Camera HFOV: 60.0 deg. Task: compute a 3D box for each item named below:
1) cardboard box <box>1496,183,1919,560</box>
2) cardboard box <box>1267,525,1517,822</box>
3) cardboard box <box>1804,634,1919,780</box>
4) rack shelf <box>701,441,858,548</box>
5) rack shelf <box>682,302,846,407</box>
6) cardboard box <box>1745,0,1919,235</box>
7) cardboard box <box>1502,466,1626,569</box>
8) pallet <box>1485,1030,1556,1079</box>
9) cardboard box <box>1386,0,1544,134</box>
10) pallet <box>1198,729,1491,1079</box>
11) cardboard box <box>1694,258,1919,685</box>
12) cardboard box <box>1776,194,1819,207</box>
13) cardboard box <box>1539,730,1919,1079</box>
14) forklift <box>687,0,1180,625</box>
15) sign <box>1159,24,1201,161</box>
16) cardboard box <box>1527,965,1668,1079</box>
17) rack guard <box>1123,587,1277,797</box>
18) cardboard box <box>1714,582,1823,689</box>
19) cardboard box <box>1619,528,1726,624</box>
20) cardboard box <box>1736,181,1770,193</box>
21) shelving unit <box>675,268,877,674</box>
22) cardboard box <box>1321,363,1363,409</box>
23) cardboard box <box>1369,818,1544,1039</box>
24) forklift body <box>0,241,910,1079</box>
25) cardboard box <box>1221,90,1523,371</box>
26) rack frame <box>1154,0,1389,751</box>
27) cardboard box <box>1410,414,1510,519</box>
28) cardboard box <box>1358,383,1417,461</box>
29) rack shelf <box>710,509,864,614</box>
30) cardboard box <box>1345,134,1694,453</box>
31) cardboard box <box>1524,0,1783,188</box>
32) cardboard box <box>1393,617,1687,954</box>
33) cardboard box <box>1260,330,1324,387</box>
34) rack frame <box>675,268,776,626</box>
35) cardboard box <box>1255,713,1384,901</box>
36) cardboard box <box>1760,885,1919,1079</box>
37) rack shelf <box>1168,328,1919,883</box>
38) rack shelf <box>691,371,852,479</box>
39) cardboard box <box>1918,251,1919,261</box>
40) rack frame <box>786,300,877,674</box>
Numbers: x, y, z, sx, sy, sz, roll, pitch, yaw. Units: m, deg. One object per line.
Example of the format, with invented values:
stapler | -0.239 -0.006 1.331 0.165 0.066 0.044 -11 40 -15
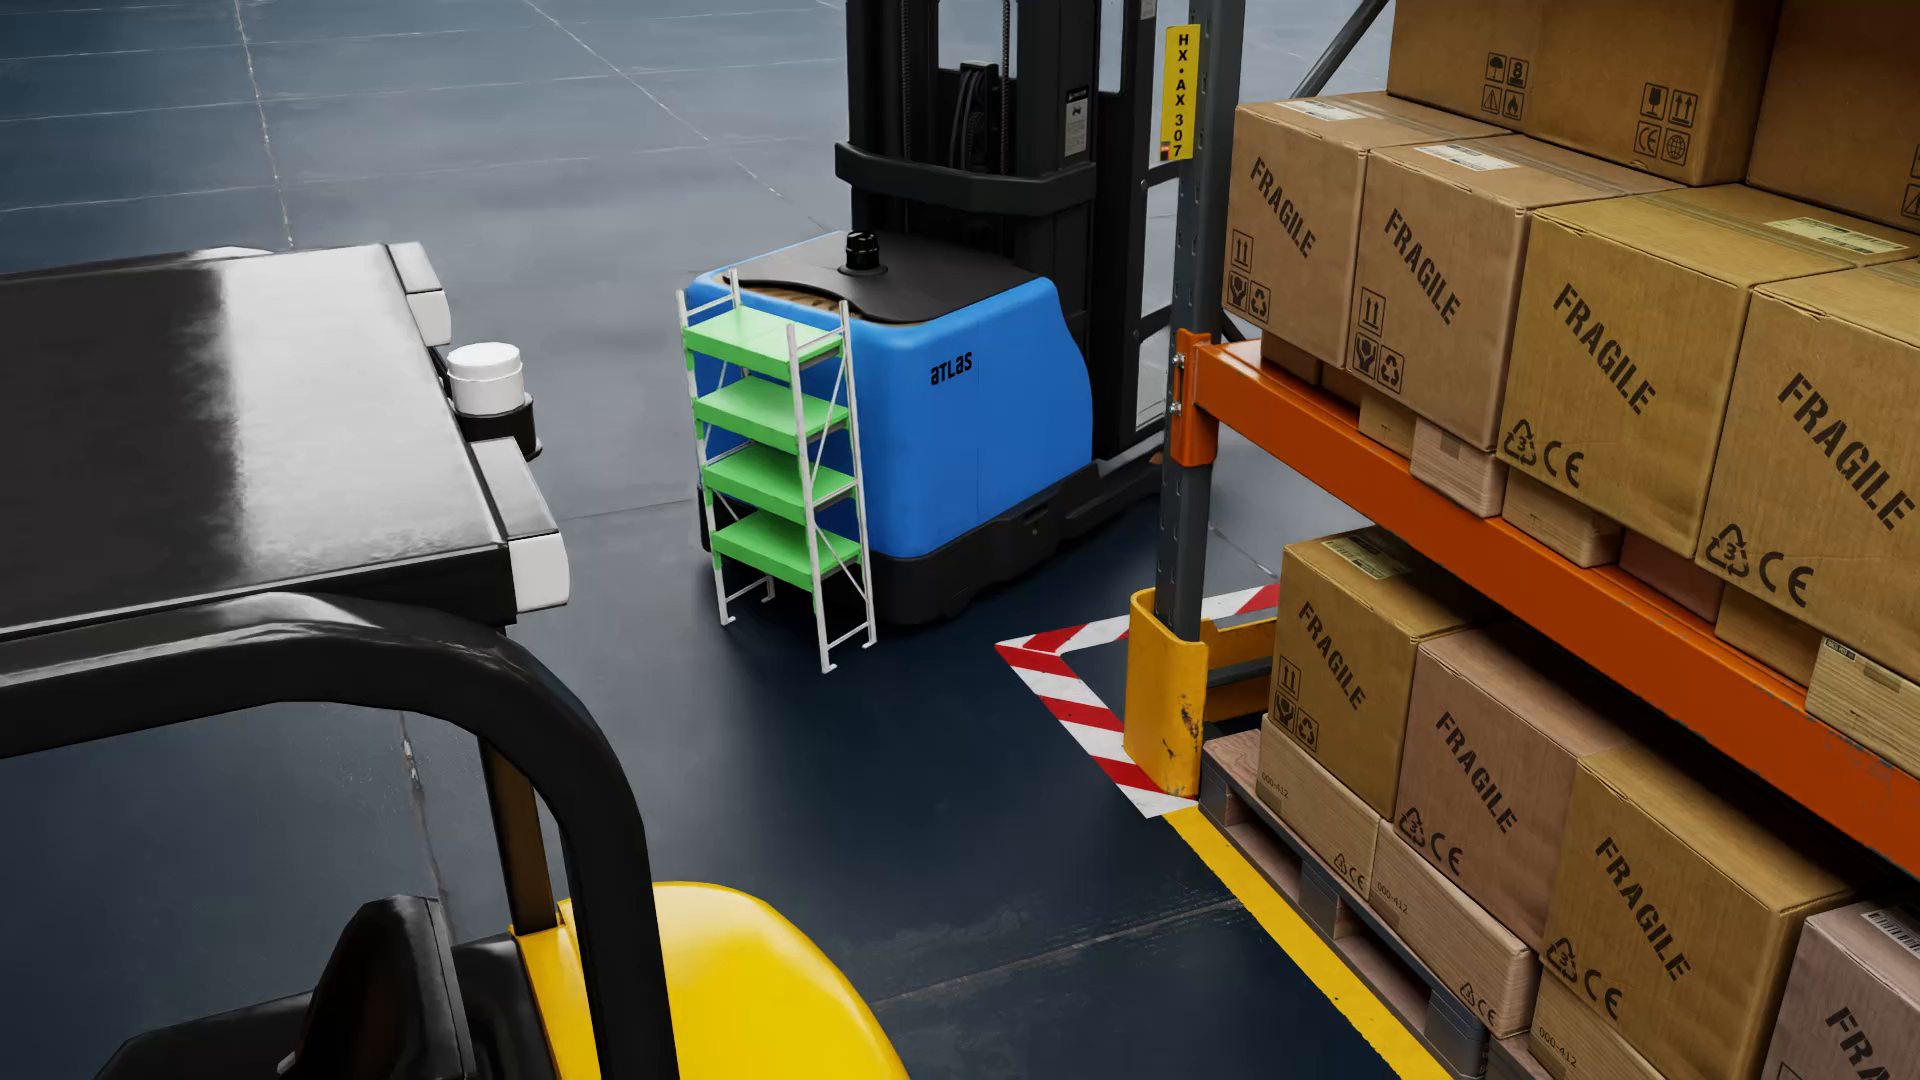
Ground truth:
cardboard box | 1.380 -0.330 3.054 0.500 0.500 0.500 -11 28 -22
cardboard box | 1.115 0.288 4.042 0.500 0.500 0.500 -12 28 -22
cardboard box | 1.596 0.230 2.646 0.380 0.149 0.250 -10 28 -20
rack shelf | -0.570 -0.156 5.327 0.480 0.148 0.258 21 37 36
rack shelf | -0.593 -0.575 5.094 0.480 0.148 0.258 21 37 36
cardboard box | 1.930 -0.870 3.020 0.700 0.500 0.500 -11 28 -21
cardboard box | 1.317 -0.089 3.301 0.380 0.149 0.250 -10 28 -19
pallet | 1.833 1.305 3.337 1.003 0.211 1.213 -11 28 -21
cardboard box | 1.444 -1.264 3.827 0.700 0.500 0.500 -11 28 -22
pallet | 1.359 0.813 4.344 1.003 0.211 1.213 -11 28 -21
cardboard box | 1.587 -0.126 2.637 0.500 0.500 0.500 -11 28 -22
cardboard box | 1.894 -0.406 3.209 0.500 0.500 0.500 -11 28 -21
cardboard box | 1.513 0.702 3.193 0.500 0.500 0.500 -10 28 -20
forklift | 0.359 -1.617 6.222 1.130 2.935 3.031 19 32 33
sign | 0.544 -1.100 4.098 0.100 0.325 0.005 -11 28 -21
cardboard box | 1.523 1.041 3.354 0.500 0.250 0.500 -9 27 -17
rack guard | 1.073 0.349 4.965 1.175 0.500 0.348 -11 28 -21
cardboard box | 1.551 0.119 2.875 0.380 0.149 0.250 -11 28 -22
cardboard box | 1.475 0.007 3.103 0.380 0.149 0.250 -10 28 -19
cardboard box | 1.701 -0.608 3.624 0.500 0.500 0.500 -11 28 -20
shelving unit | -0.573 -0.211 5.296 0.503 1.200 0.258 21 37 36
cardboard box | 1.098 -0.419 3.977 0.380 0.149 0.250 -10 28 -20
cardboard box | 1.298 0.823 3.801 0.500 0.250 0.500 -10 28 -19
forklift body | -1.101 0.883 1.989 2.313 2.155 1.214 -11 28 -21
cardboard box | 0.974 -0.744 3.902 0.500 0.500 0.500 -11 28 -21
rack frame | 1.044 -0.805 4.479 1.000 3.000 0.127 -11 28 -21
cardboard box | 1.184 -0.188 3.503 0.380 0.149 0.250 -10 28 -20
cardboard box | 1.127 -0.298 3.729 0.380 0.149 0.250 -12 28 -22
rack shelf | -0.559 0.054 5.443 0.480 0.148 0.258 21 37 36
cardboard box | 1.180 -0.536 3.475 0.500 0.500 0.500 -10 28 -19
cardboard box | 1.636 -1.058 3.406 0.700 0.500 0.500 -10 28 -20
cardboard box | 1.324 0.498 3.611 0.500 0.500 0.500 -12 28 -23
cardboard box | 0.986 -0.519 4.180 0.380 0.149 0.250 -10 28 -20
rack frame | -0.757 -0.282 5.440 0.015 1.200 0.240 21 37 36
cardboard box | 1.105 0.616 4.226 0.500 0.250 0.500 -11 28 -21
cardboard box | 1.730 0.917 2.754 0.500 0.500 0.500 -9 27 -18
rack shelf | 1.827 0.326 2.983 1.077 0.370 4.000 -11 28 -21
rack shelf | -0.581 -0.365 5.210 0.480 0.148 0.258 21 37 36
cardboard box | 1.998 -0.645 2.559 0.700 0.500 0.500 -11 28 -21
rack frame | -0.389 -0.141 5.151 0.015 1.200 0.240 21 37 36
